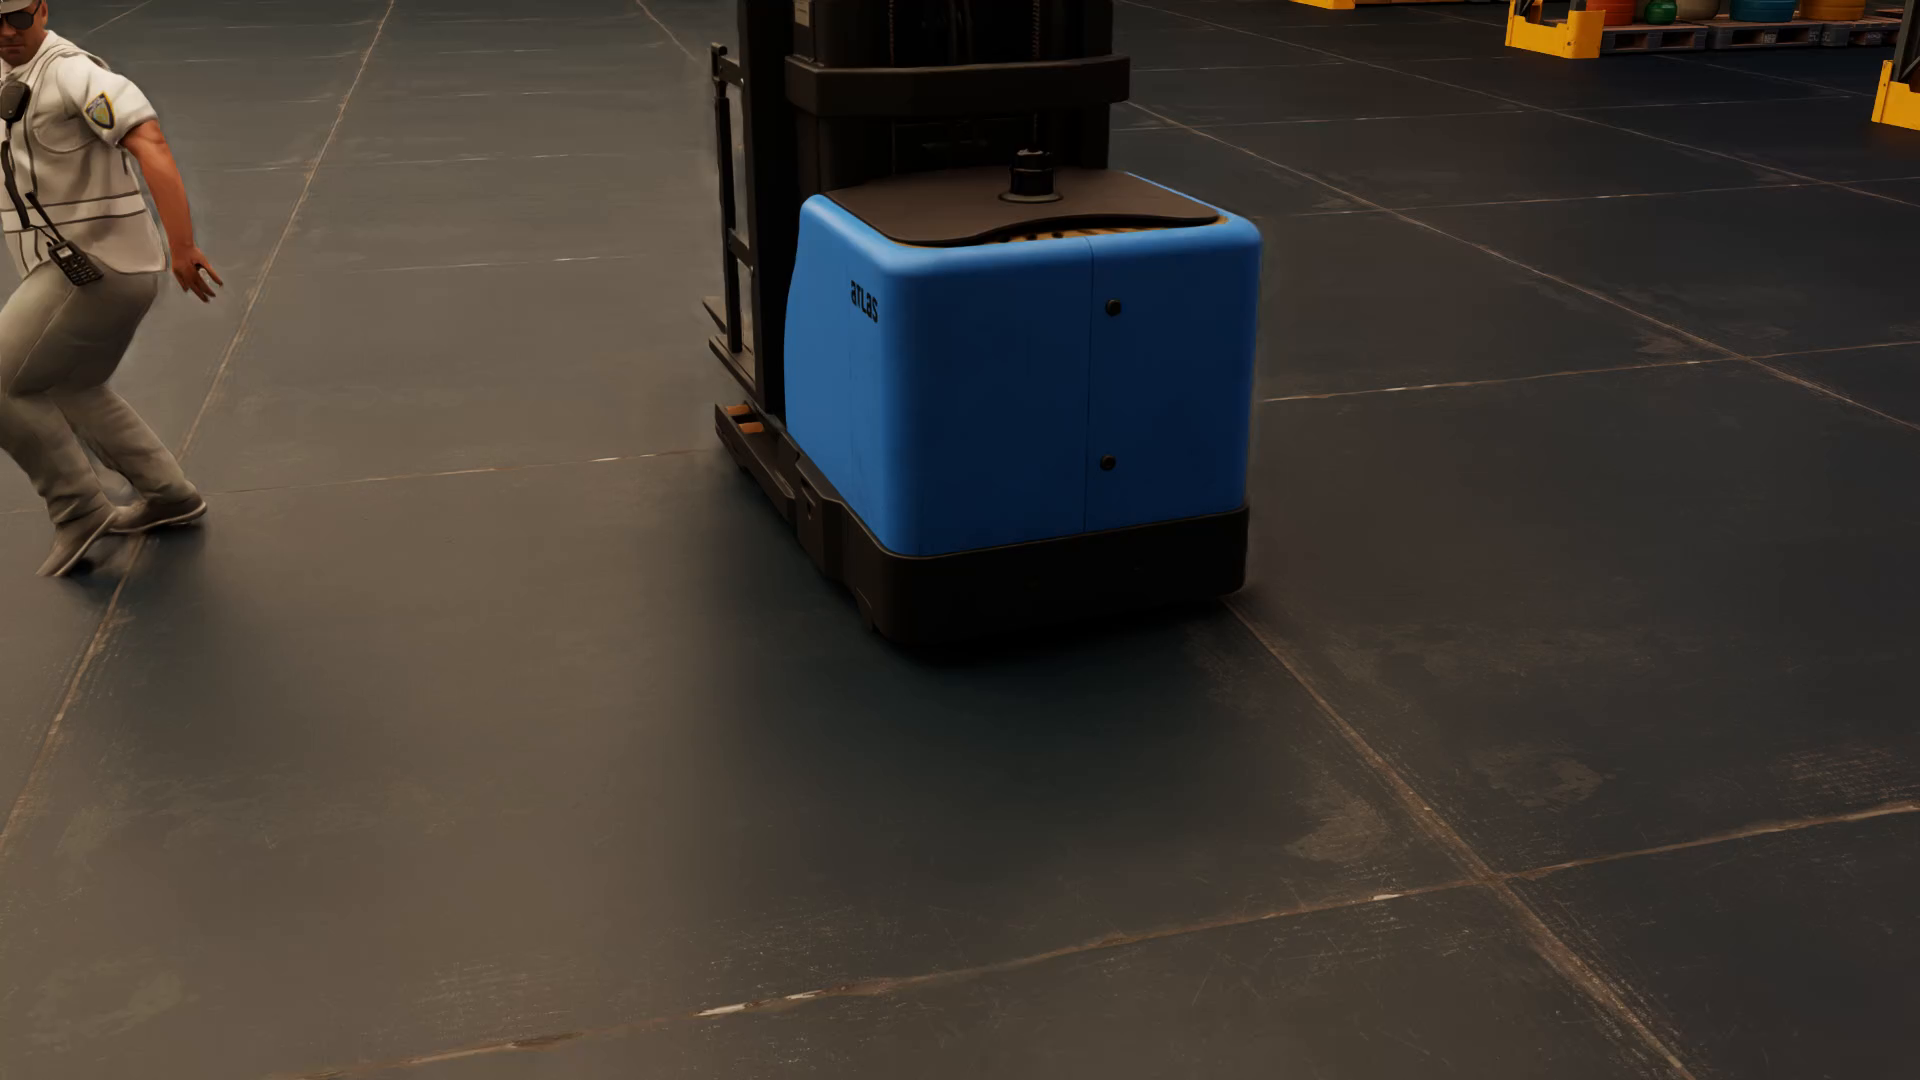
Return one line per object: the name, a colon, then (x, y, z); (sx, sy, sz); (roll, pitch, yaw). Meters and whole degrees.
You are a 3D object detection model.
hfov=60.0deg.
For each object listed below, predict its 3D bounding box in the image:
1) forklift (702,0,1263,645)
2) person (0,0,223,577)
forklift: (-0.205, -1.630, 5.140); (1.130, 2.935, 3.031); (-8, 24, -19)
person: (-2.512, -0.745, 4.737); (0.773, 1.742, 0.674); (-9, 25, -20)
